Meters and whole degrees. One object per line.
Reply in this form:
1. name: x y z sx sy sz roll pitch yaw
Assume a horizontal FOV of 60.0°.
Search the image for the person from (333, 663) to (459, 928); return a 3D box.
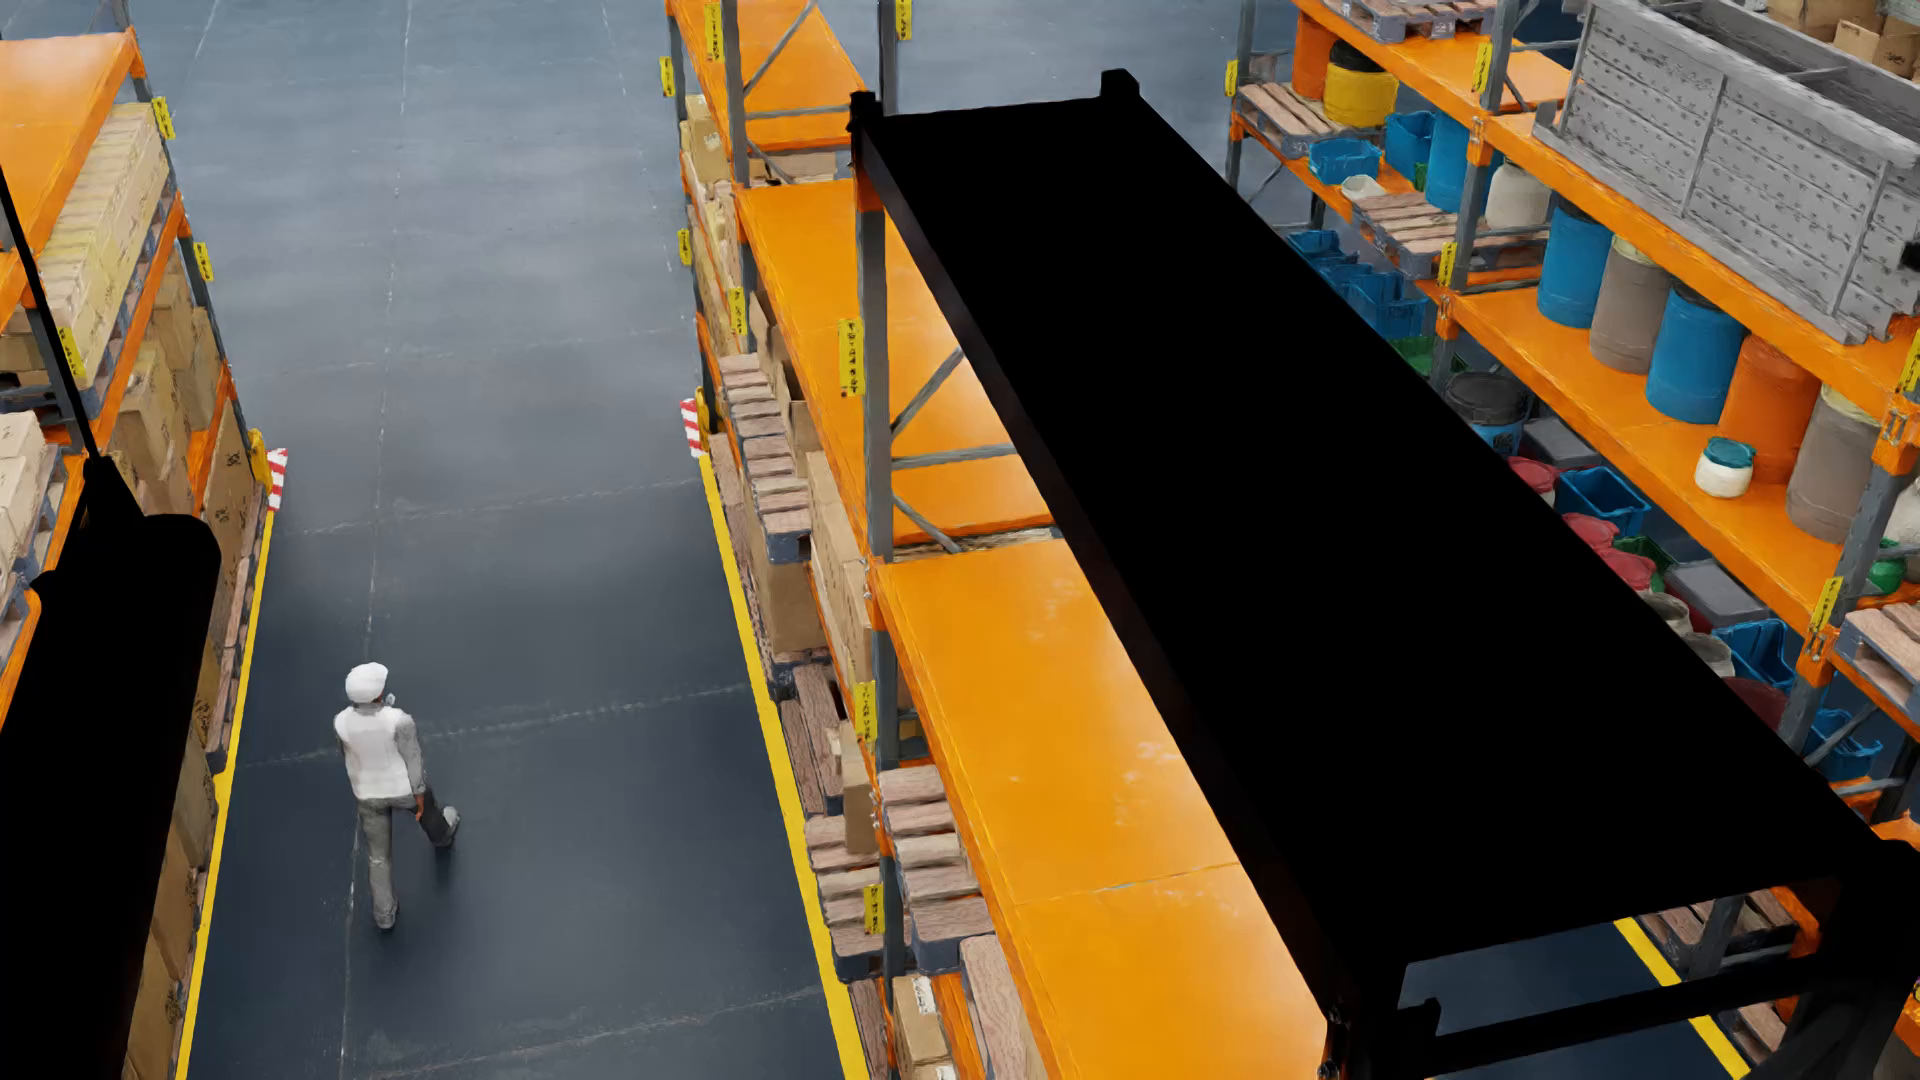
1. person: -3.580 1.479 10.403 0.539 1.714 1.033 -3 35 -4
